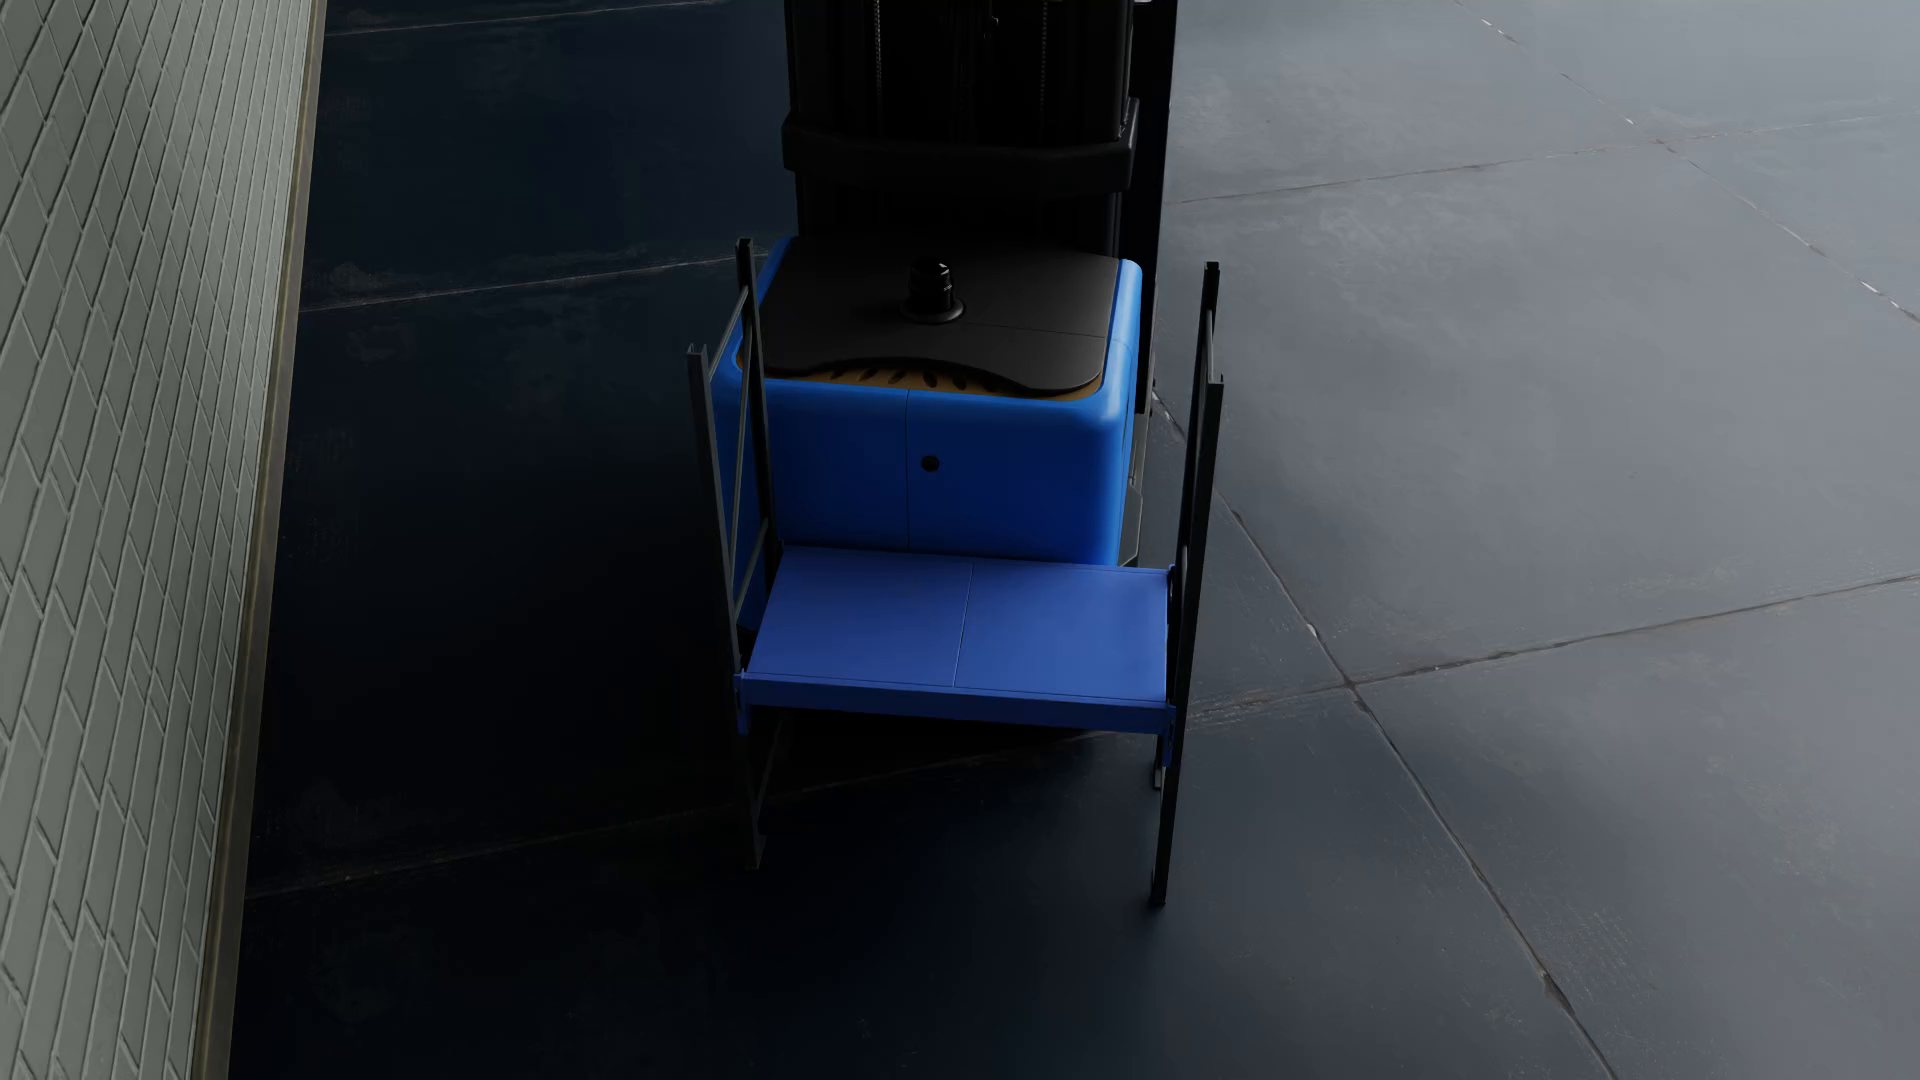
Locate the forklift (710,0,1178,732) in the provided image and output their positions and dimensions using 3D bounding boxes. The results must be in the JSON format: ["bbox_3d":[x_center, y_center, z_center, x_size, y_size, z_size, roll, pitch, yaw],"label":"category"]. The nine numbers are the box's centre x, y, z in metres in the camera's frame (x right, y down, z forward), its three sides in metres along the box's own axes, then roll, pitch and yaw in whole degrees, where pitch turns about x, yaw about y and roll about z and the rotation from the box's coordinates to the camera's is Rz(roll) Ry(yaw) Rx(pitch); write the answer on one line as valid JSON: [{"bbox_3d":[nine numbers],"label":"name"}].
[{"bbox_3d":[0.091,-1.539,4.849,1.130,2.935,3.031,5,38,7],"label":"forklift"}]

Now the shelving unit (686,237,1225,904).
[{"bbox_3d":[0.009,0.114,3.866,1.048,1.500,0.538,4,38,5],"label":"shelving unit"}]

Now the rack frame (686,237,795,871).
[{"bbox_3d":[-0.496,0.081,3.909,0.032,1.500,0.500,4,38,5],"label":"rack frame"}]

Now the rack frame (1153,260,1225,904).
[{"bbox_3d":[0.515,0.147,3.824,0.032,1.500,0.500,4,38,5],"label":"rack frame"}]

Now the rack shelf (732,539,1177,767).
[{"bbox_3d":[0.010,0.257,3.976,1.000,0.185,0.538,4,38,5],"label":"rack shelf"}]
